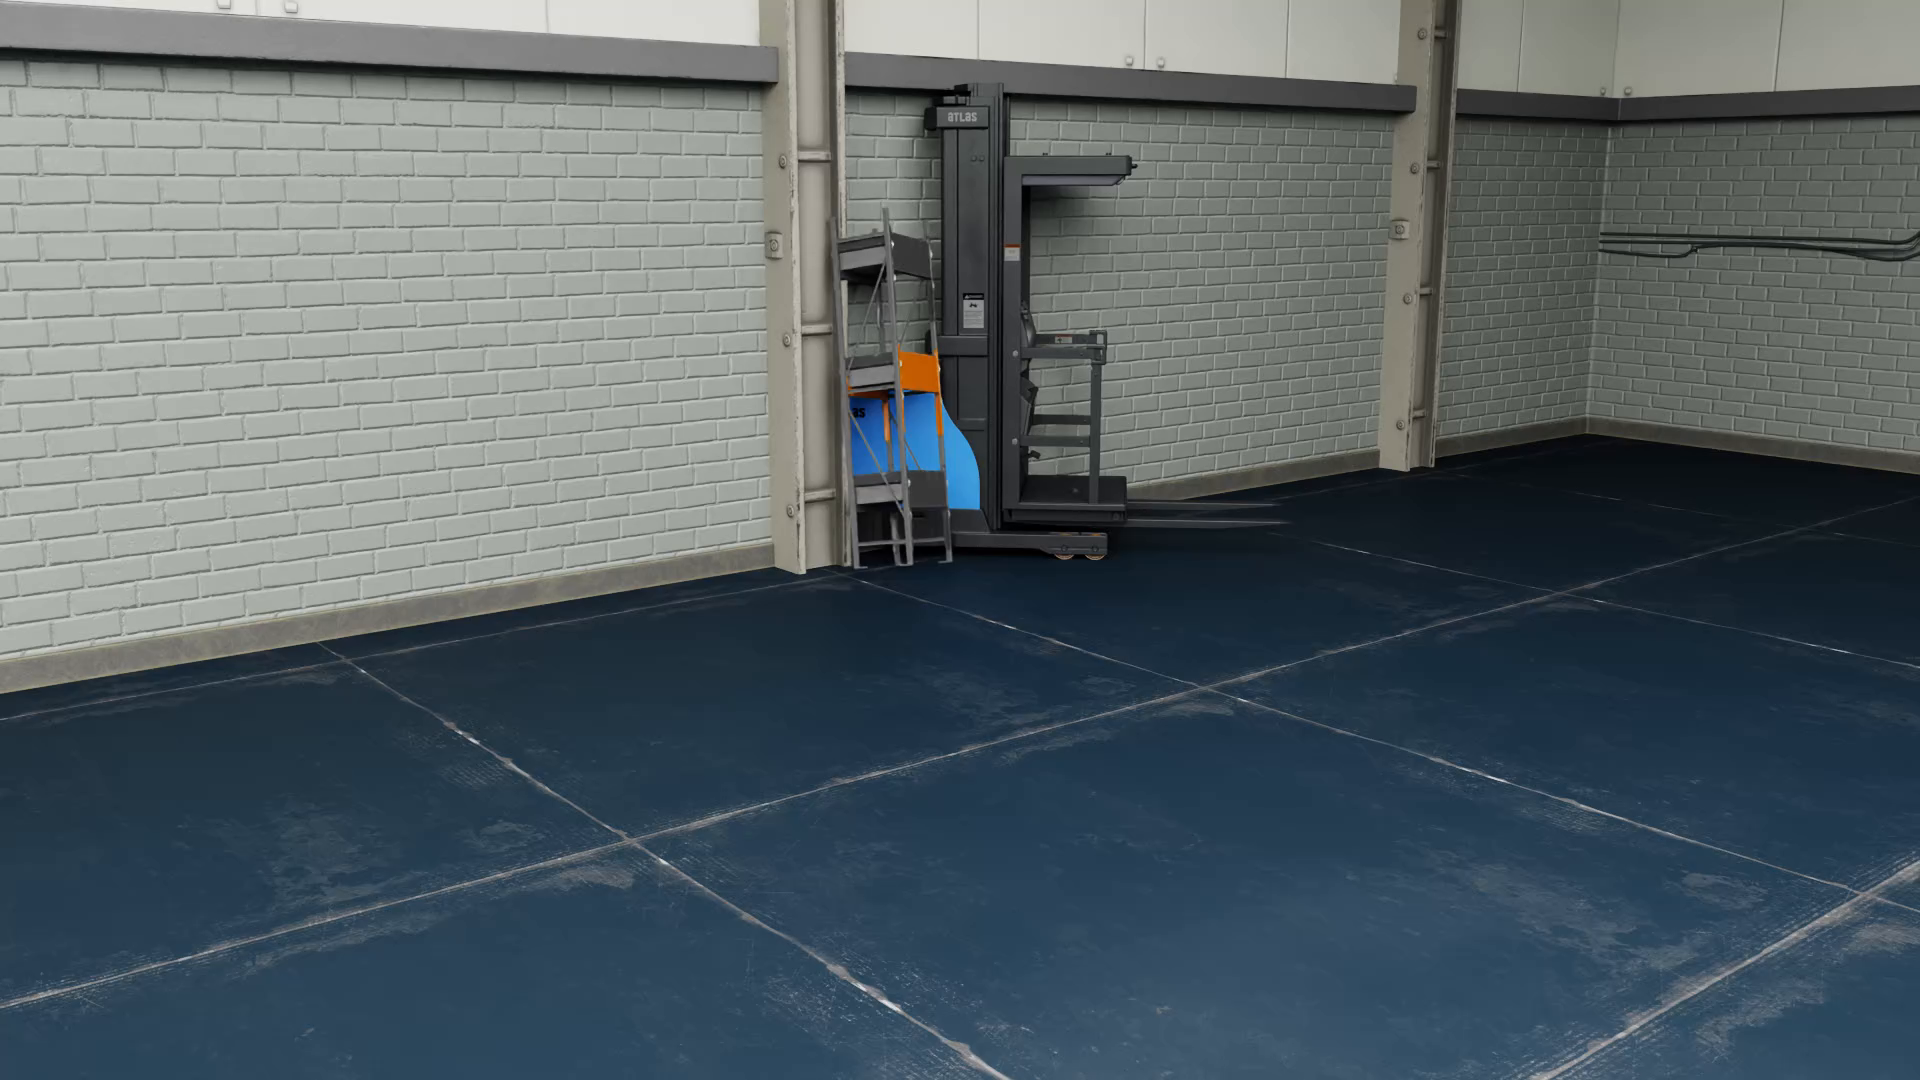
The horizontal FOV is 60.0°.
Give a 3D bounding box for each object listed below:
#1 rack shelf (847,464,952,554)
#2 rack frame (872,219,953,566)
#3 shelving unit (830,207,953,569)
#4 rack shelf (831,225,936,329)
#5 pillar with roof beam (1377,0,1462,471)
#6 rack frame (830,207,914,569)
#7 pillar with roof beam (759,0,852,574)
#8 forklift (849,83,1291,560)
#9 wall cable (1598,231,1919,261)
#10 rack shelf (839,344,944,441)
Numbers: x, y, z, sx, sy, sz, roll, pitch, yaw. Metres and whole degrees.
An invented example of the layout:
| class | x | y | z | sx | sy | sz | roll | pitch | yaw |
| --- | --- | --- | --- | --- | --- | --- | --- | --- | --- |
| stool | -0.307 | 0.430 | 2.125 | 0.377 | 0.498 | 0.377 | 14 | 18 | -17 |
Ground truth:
| class | x | y | z | sx | sy | sz | roll | pitch | yaw |
| --- | --- | --- | --- | --- | --- | --- | --- | --- | --- |
| rack shelf | -0.361 | -0.181 | 10.031 | 0.431 | 0.518 | 0.480 | -4 | 0 | 28 |
| rack frame | -0.298 | -0.899 | 10.251 | 0.400 | 2.100 | 0.015 | -4 | 0 | 28 |
| shelving unit | -0.411 | -0.893 | 10.035 | 0.431 | 2.100 | 0.503 | -4 | 0 | 28 |
| rack shelf | -0.459 | -1.577 | 10.040 | 0.431 | 0.518 | 0.480 | -4 | 0 | 28 |
| pillar with roof beam | 6.451 | -4.323 | 9.823 | 0.400 | 9.000 | 9.100 | -9 | 15 | -38 |
| rack frame | -0.525 | -0.886 | 9.820 | 0.400 | 2.100 | 0.015 | -4 | 0 | 28 |
| pillar with roof beam | 1.765 | -3.544 | 6.156 | 0.400 | 9.000 | 9.100 | -9 | 15 | -38 |
| forklift | 0.624 | -1.422 | 10.768 | 3.031 | 2.935 | 1.130 | 1 | 12 | 5 |
| wall cable | 6.888 | -3.670 | 14.224 | 0.112 | 2.526 | 3.097 | -9 | 15 | -38 |
| rack shelf | -0.410 | -0.879 | 10.035 | 0.431 | 0.518 | 0.480 | -4 | 0 | 28 |
